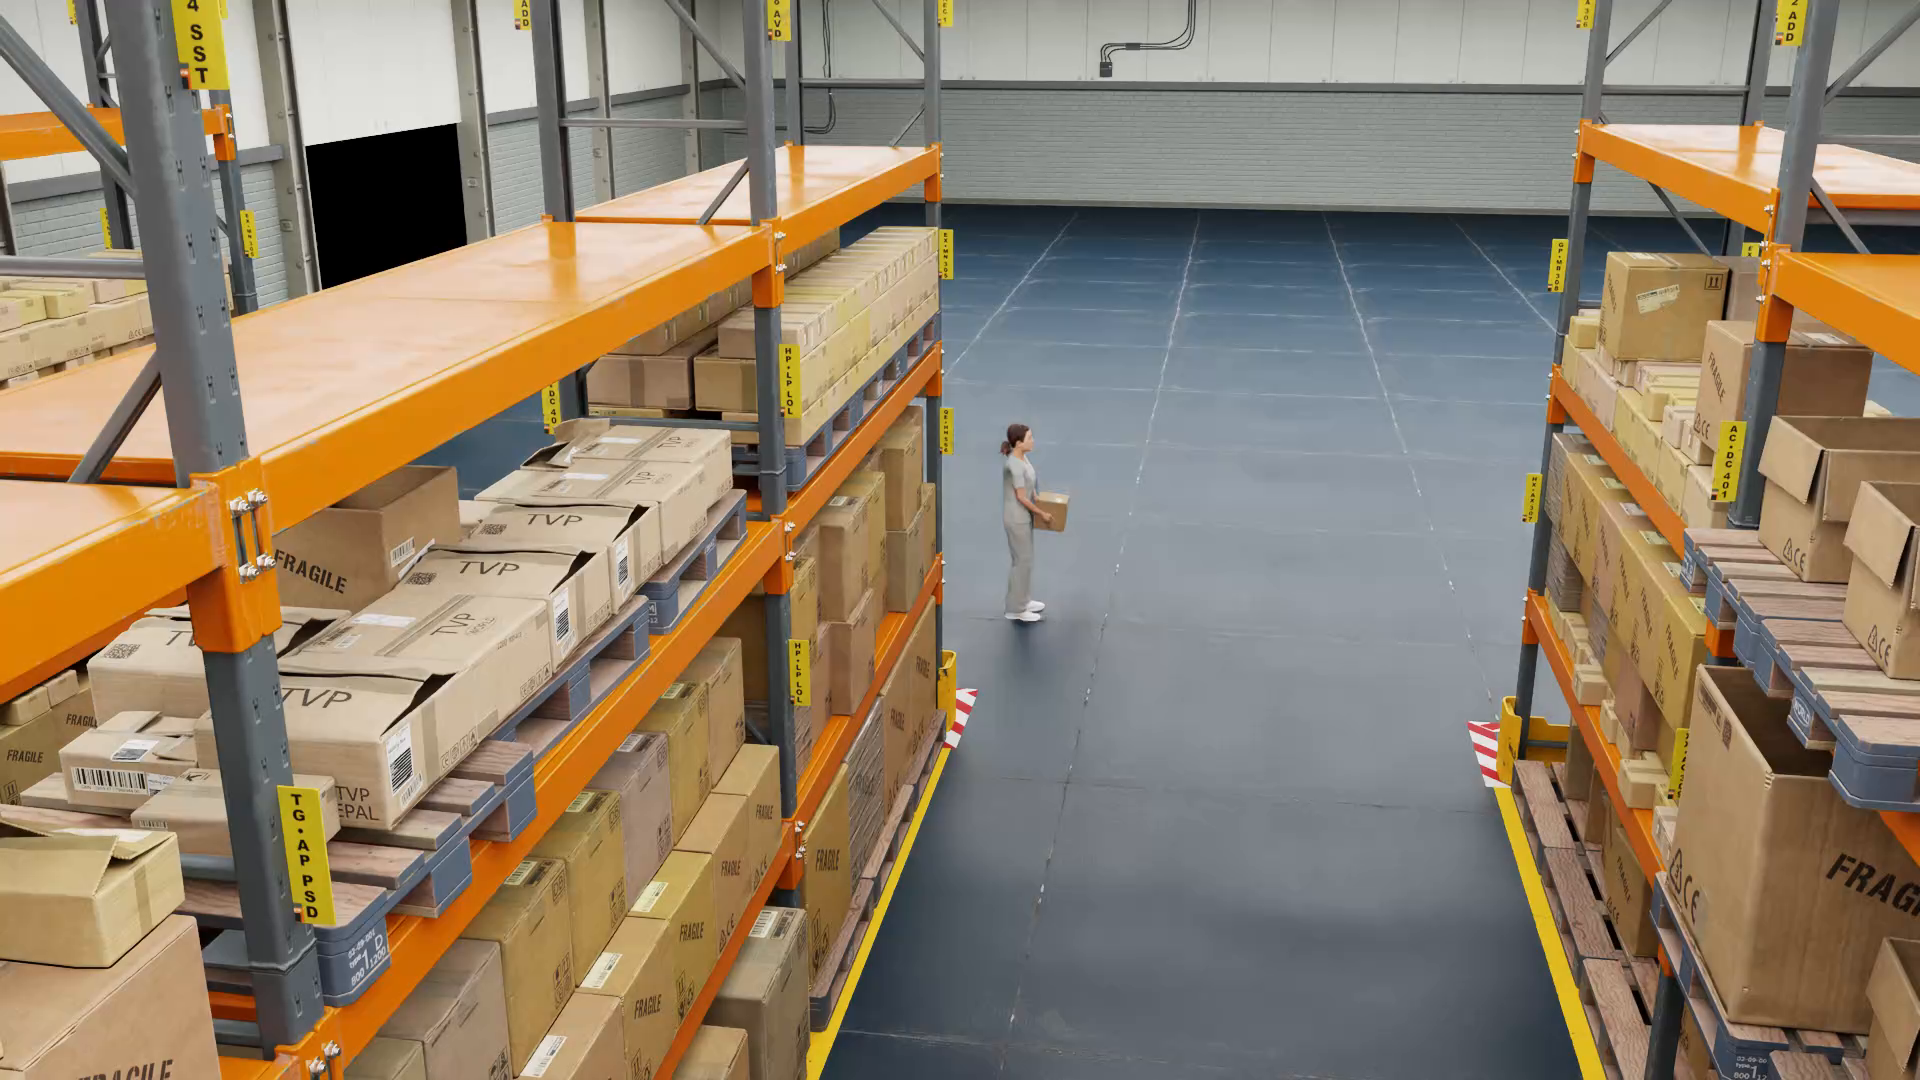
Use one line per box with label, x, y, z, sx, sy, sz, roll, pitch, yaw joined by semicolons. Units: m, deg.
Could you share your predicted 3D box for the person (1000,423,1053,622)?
person;0.566;-0.163;14.000;0.490;1.674;0.463;3;18;8
